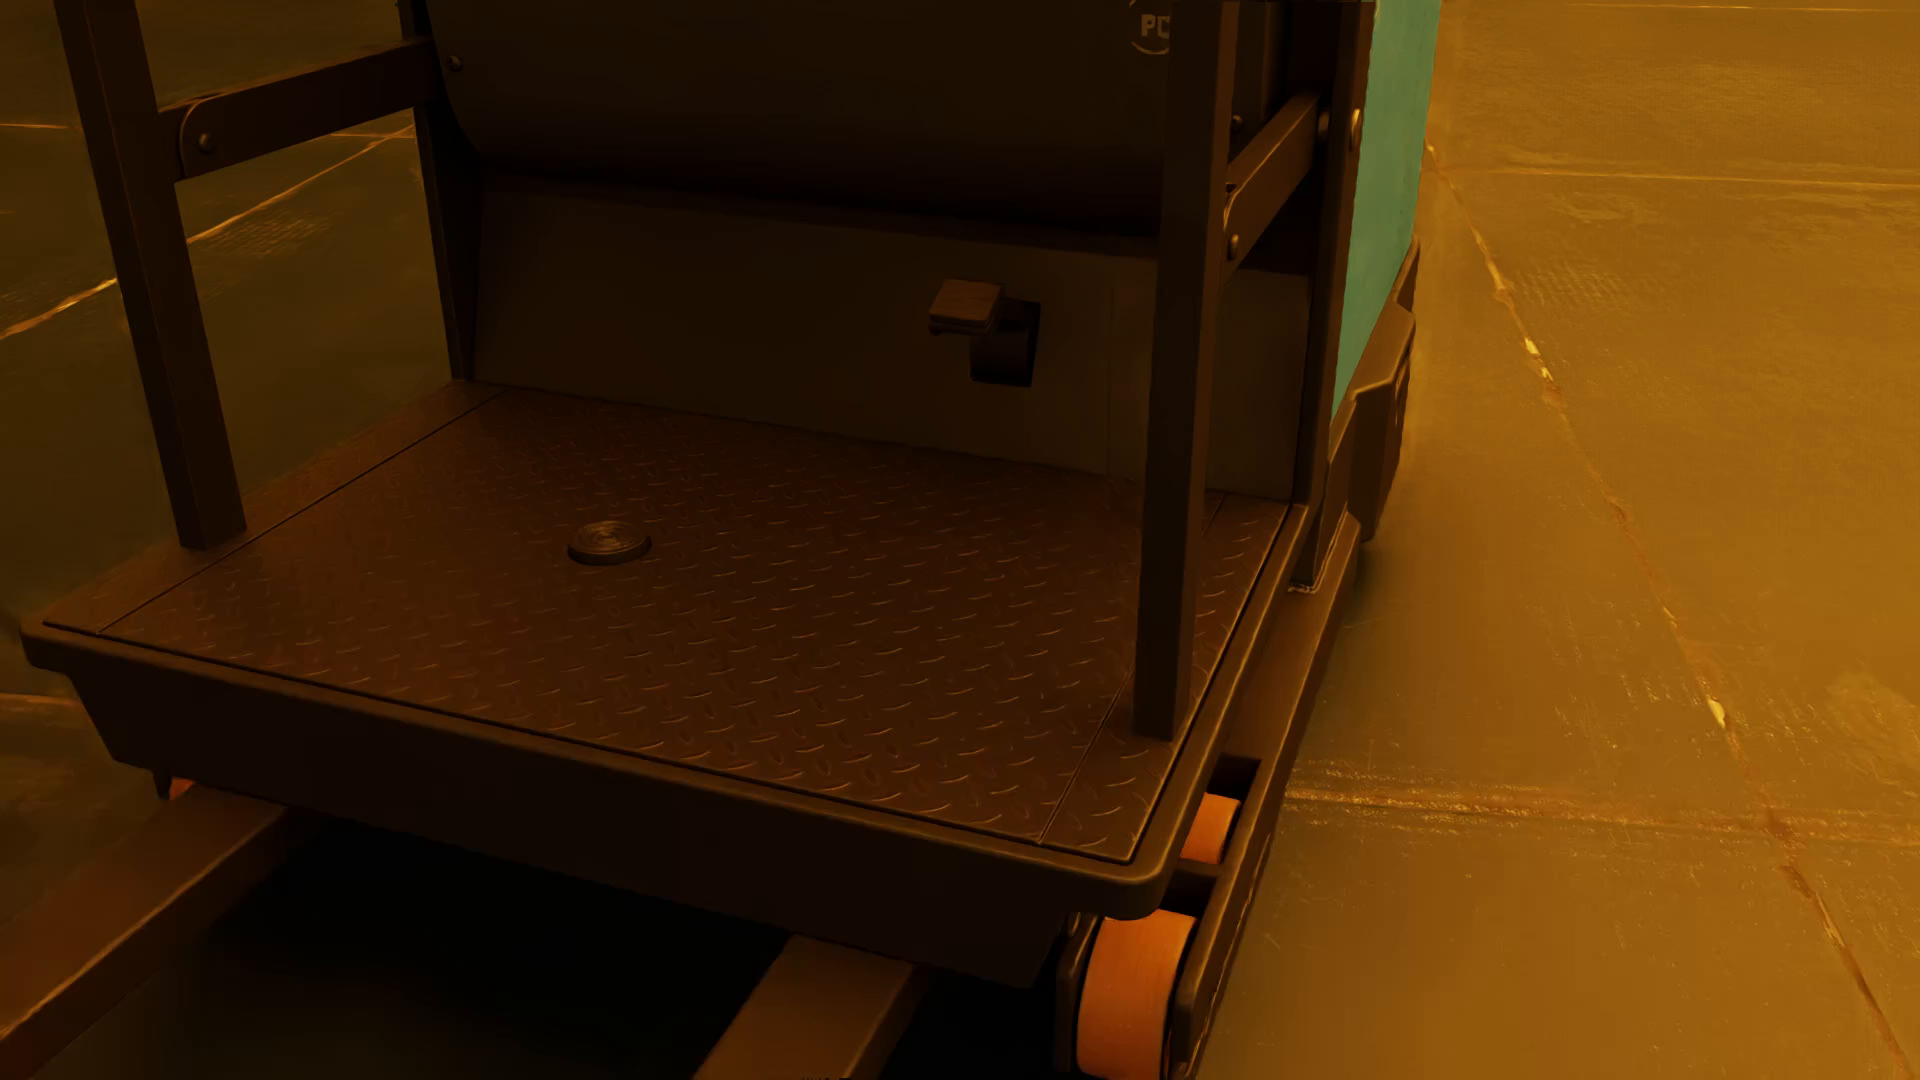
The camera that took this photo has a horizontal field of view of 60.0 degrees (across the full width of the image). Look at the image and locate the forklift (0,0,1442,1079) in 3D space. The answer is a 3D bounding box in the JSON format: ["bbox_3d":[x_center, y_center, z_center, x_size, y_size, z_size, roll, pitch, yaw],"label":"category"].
[{"bbox_3d":[-0.206,-1.025,1.271,1.130,2.935,3.031,9,28,18],"label":"forklift"}]
